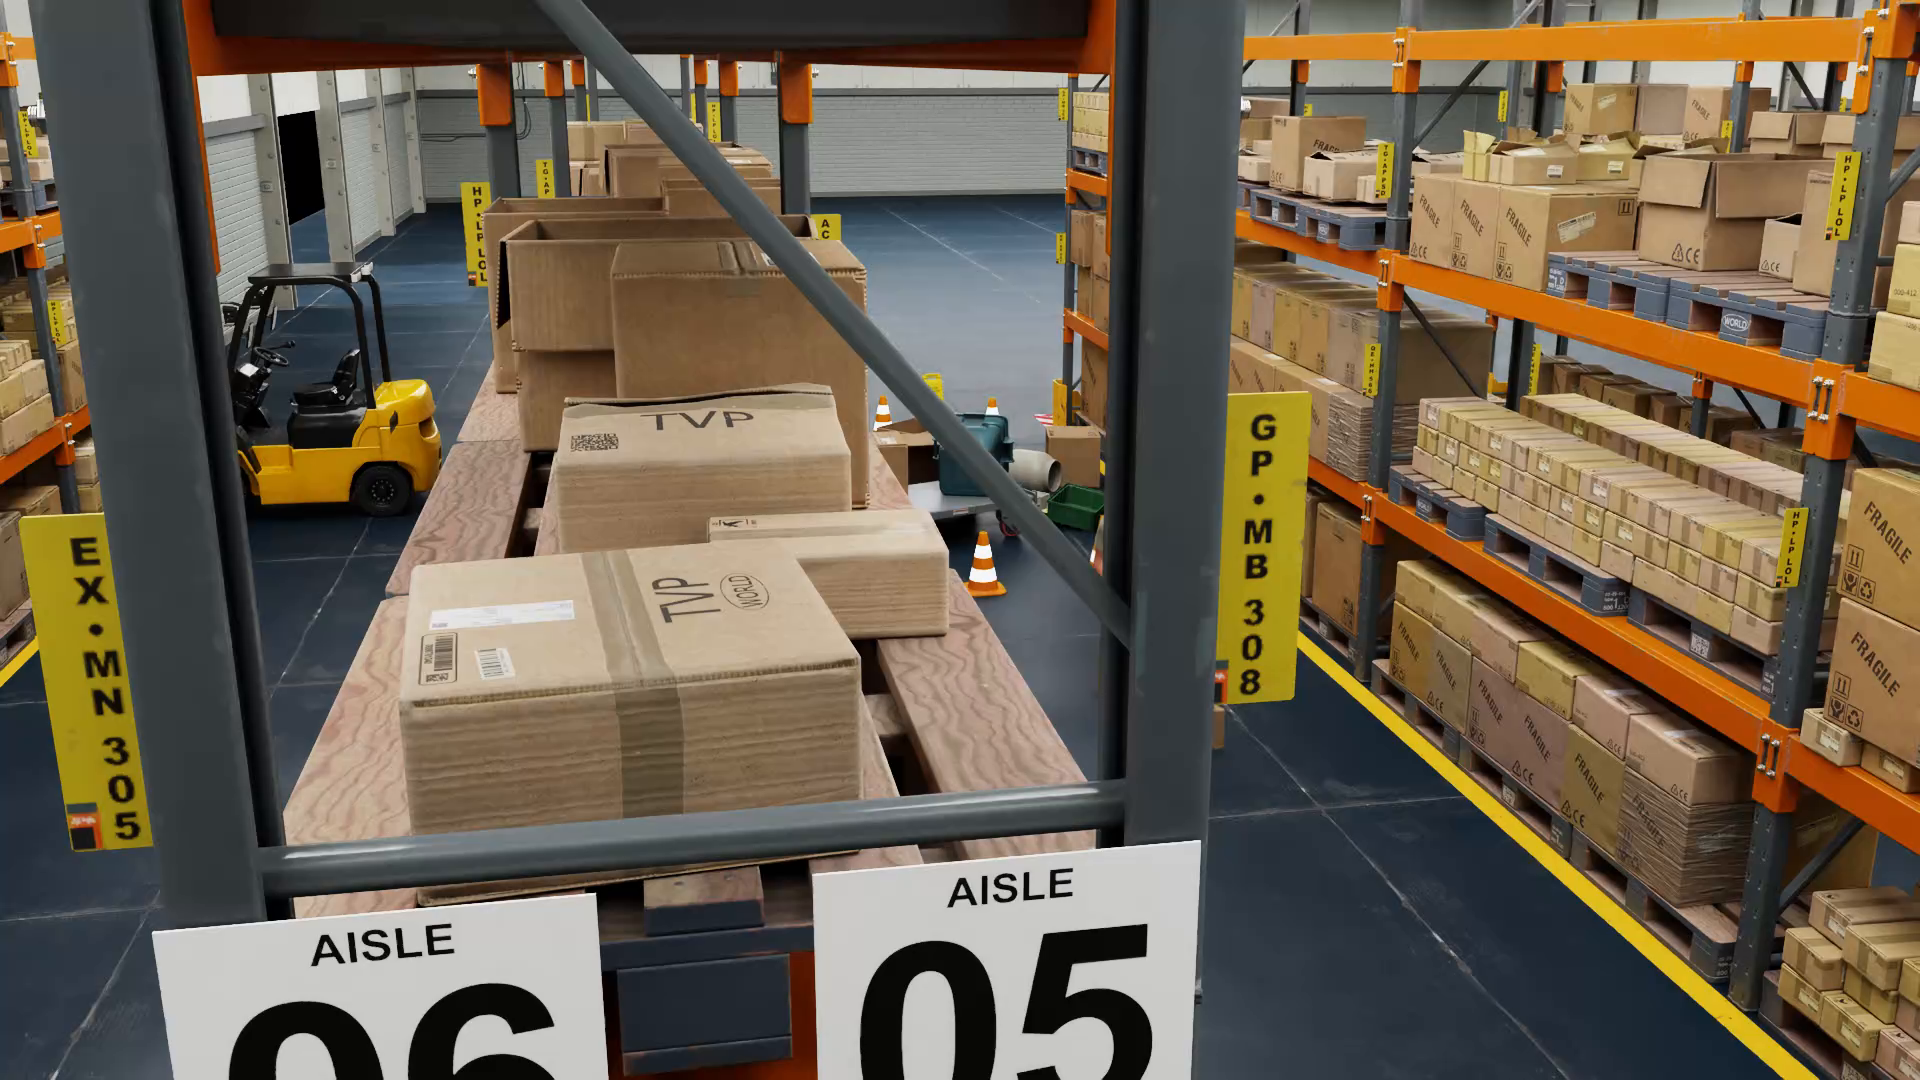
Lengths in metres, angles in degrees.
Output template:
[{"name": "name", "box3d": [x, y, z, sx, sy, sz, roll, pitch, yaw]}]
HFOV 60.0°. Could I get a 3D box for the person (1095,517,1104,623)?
[{"name": "person", "box3d": [1.102, 0.495, 9.781, 0.638, 1.574, 0.618, 1, 16, 3]}]
